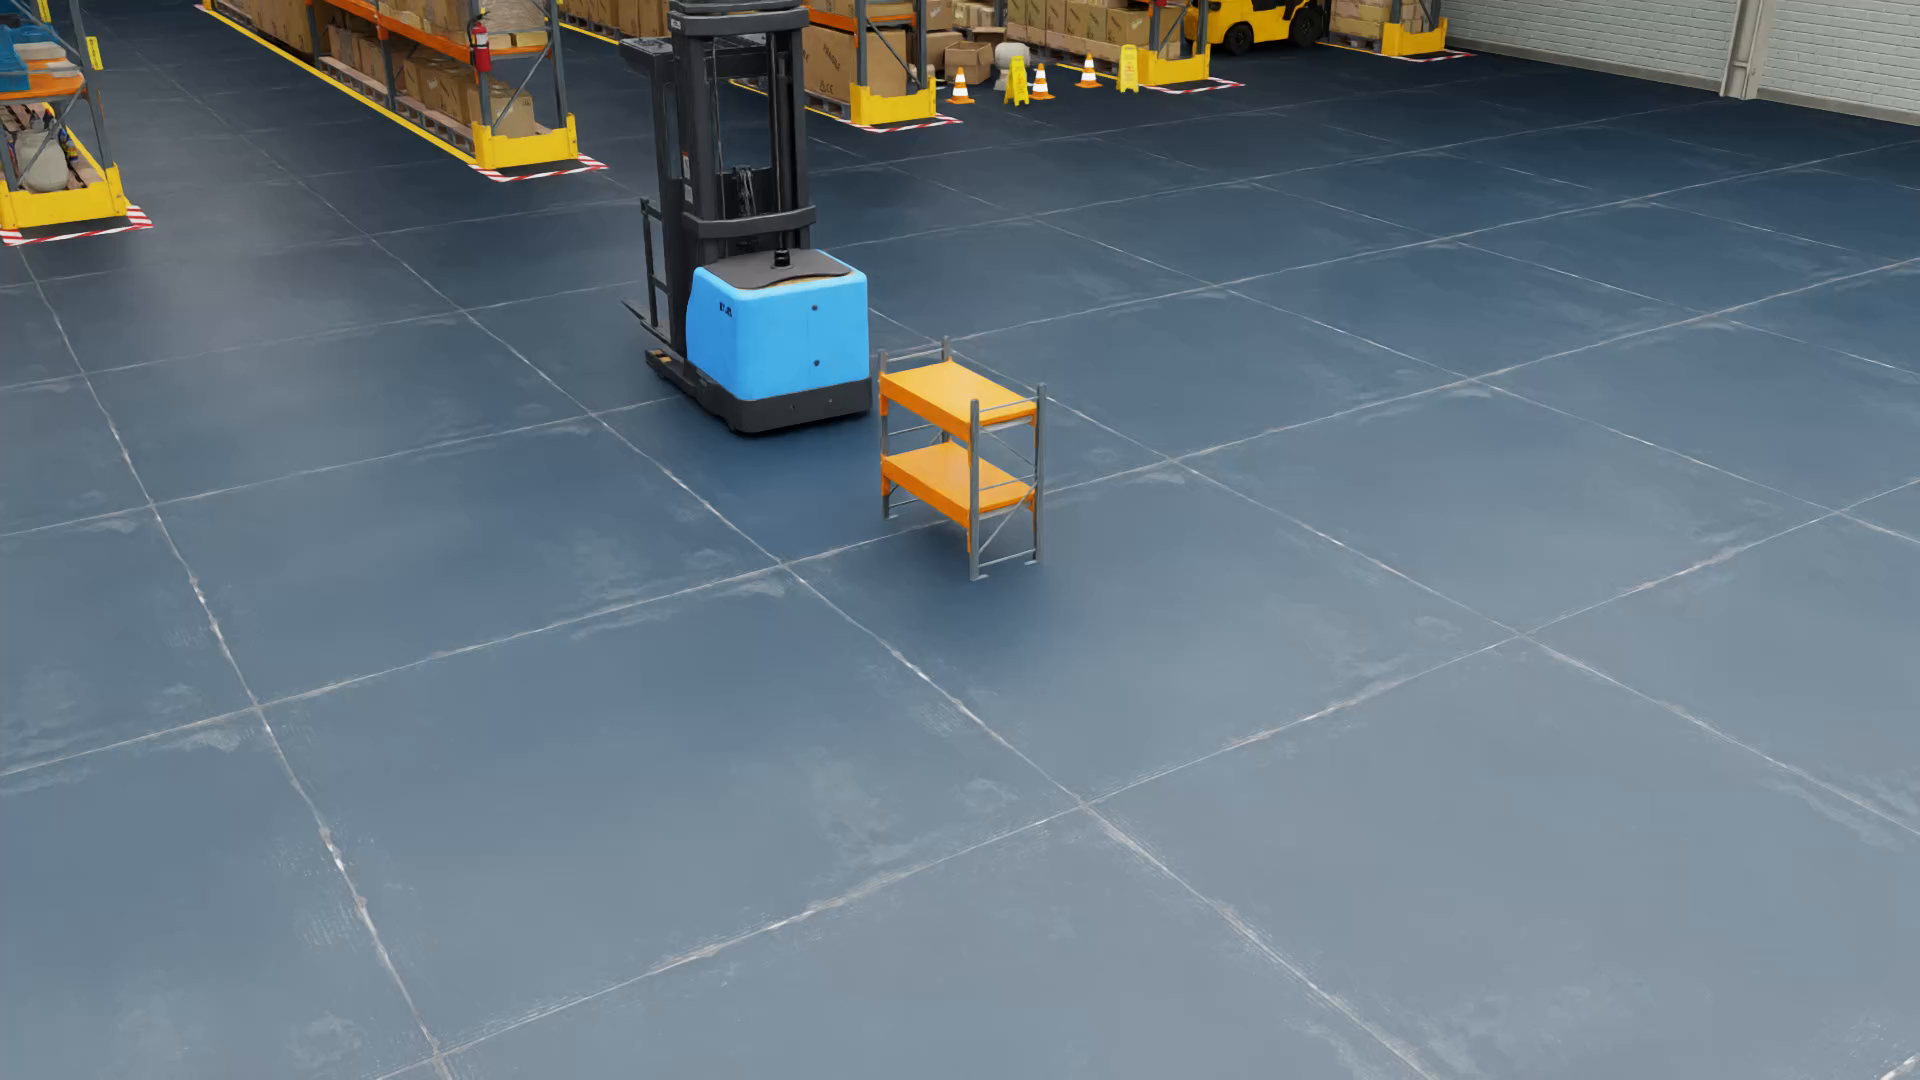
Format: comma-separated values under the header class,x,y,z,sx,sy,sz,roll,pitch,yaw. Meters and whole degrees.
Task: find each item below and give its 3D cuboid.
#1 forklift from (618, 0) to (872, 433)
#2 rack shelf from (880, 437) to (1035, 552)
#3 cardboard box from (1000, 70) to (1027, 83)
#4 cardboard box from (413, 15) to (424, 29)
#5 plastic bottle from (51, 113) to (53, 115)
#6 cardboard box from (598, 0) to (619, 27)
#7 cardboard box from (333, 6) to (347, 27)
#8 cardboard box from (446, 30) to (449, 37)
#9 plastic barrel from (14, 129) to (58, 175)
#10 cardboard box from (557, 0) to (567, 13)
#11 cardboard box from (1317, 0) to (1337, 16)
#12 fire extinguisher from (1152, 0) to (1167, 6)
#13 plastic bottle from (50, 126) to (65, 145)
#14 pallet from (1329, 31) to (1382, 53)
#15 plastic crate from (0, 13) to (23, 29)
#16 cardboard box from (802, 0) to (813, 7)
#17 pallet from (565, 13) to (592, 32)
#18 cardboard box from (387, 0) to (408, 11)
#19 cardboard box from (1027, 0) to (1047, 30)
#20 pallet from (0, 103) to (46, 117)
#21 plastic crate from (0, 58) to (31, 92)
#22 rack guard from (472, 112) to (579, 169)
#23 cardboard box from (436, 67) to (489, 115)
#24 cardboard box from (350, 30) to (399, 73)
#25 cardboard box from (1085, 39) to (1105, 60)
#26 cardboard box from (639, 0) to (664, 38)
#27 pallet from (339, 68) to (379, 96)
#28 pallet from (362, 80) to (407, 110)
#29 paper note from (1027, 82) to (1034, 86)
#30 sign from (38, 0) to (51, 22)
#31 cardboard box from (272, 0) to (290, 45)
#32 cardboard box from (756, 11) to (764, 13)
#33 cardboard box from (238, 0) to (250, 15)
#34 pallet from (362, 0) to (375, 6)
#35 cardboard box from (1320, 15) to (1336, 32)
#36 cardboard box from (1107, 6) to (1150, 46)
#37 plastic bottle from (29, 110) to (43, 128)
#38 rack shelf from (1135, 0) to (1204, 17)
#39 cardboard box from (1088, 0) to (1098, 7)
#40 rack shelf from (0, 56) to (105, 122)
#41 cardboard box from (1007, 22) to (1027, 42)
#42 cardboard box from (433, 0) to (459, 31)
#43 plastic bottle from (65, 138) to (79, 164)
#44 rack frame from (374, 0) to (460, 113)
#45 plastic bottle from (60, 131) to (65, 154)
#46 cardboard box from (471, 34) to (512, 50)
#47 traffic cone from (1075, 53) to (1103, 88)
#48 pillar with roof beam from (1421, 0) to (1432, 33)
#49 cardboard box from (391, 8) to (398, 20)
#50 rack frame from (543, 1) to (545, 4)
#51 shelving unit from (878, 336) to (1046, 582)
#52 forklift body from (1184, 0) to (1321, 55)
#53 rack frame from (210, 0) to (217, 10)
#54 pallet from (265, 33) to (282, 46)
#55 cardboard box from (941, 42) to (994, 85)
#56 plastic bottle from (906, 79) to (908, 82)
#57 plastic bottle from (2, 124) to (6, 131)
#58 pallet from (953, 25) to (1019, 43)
class,x,y,z,sx,sy,sz,roll,pitch,yaw
forklift,-1.812,-2.669,12.469,1.130,2.935,3.031,-14,29,-27
rack shelf,-0.004,-0.290,10.119,0.538,0.278,1.000,-16,29,-30
cardboard box,0.792,-6.861,24.609,0.380,0.149,0.250,-1,25,-3
cardboard box,-6.591,-6.480,20.756,0.380,0.149,0.250,-16,29,-30
plastic bottle,-10.898,-4.995,19.983,0.061,0.283,0.133,-14,29,-27
cardboard box,-5.838,-9.058,28.360,0.500,0.500,0.500,-16,29,-30
cardboard box,-9.080,-7.879,24.961,0.500,0.250,0.500,-14,29,-28
cardboard box,-5.973,-6.142,20.041,0.380,0.149,0.250,-16,29,-30
plastic barrel,-9.950,-4.150,17.950,0.421,0.512,0.421,0,25,0
cardboard box,-6.972,-9.799,29.930,0.500,0.500,0.500,-14,29,-27
cardboard box,6.265,-8.946,27.830,0.500,0.250,0.500,-16,30,-31
fire extinguisher,2.876,-7.969,23.708,0.296,0.674,0.183,-16,29,-30
plastic bottle,-10.477,-4.680,19.325,0.152,0.276,0.135,-15,29,-29
pallet,6.904,-8.313,27.612,1.003,0.211,1.213,-16,29,-30
plastic crate,-11.257,-5.874,19.253,0.767,0.338,0.504,-16,29,-30
cardboard box,-1.652,-7.574,22.604,0.875,0.550,0.550,-16,29,-30
pallet,-6.347,-9.279,29.658,1.003,0.211,1.213,-16,29,-30
cardboard box,-6.850,-7.091,21.291,0.875,0.500,0.500,-16,29,-30
cardboard box,1.414,-8.406,26.393,0.500,0.500,0.500,-14,29,-28
pallet,-12.568,-5.567,21.795,1.003,0.211,1.213,-16,29,-30
plastic crate,-9.777,-4.731,16.931,0.499,0.251,0.616,-16,29,-30
rack guard,-5.145,-4.740,19.704,1.175,0.500,0.348,-16,29,-30
cardboard box,-6.378,-5.774,21.403,0.500,0.500,0.500,-19,31,-34
cardboard box,-8.459,-7.141,24.276,0.700,0.500,0.500,-13,28,-25
cardboard box,2.257,-7.512,25.379,0.500,0.250,0.500,-15,29,-29
cardboard box,-4.522,-8.446,26.771,1.050,0.750,0.750,-15,29,-29
pallet,-8.383,-6.727,24.254,1.003,0.211,1.213,-16,29,-30
pallet,-7.713,-6.291,23.328,1.003,0.211,1.213,-16,29,-30
paper note,1.016,-6.684,24.373,0.142,0.019,0.148,18,31,33
sign,-10.970,-6.369,19.903,0.100,0.325,0.005,-16,29,-30
cardboard box,-10.310,-8.506,26.751,1.225,0.875,0.875,-15,29,-29
cardboard box,-2.296,-7.060,23.688,0.875,0.875,0.875,-15,29,-29
cardboard box,-12.439,-9.941,29.791,0.875,0.875,0.875,-16,29,-30
pallet,-7.582,-7.494,22.836,1.003,0.211,1.213,-16,29,-30
cardboard box,6.306,-8.712,27.921,0.500,0.250,0.500,-15,29,-29
cardboard box,2.544,-7.664,24.821,0.500,0.500,0.500,-15,29,-29
plastic bottle,-10.964,-4.924,19.754,0.144,0.351,0.185,-16,29,-30
rack shelf,2.108,-8.542,25.674,1.077,0.370,4.000,-16,29,-30
cardboard box,2.153,-8.163,25.119,0.380,0.149,0.250,-15,29,-29
rack shelf,-10.345,-5.079,18.337,1.077,0.370,4.000,-16,29,-30
cardboard box,1.112,-8.256,26.953,0.500,0.250,0.500,-17,30,-32
cardboard box,-5.754,-6.377,19.778,0.875,0.500,0.500,-16,29,-30
plastic bottle,-9.982,-4.375,18.684,0.097,0.271,0.097,0,25,0
rack frame,-7.287,-7.274,22.144,1.000,3.000,0.127,-16,29,-30
plastic bottle,-10.223,-4.533,19.020,0.097,0.271,0.097,0,25,0
cardboard box,-5.432,-5.783,19.281,0.380,0.149,0.250,-16,29,-30
traffic cone,1.884,-6.858,24.236,0.336,0.463,0.334,-16,29,-30
pillar with roof beam,4.125,-11.479,24.025,9.100,9.000,0.400,-16,29,-30
cardboard box,-7.136,-6.838,21.514,0.380,0.149,0.250,-16,29,-30
rack frame,-7.443,-11.255,30.577,1.000,3.000,0.127,-16,29,-30
shelving unit,-0.004,-0.511,10.015,0.538,1.125,1.048,-16,29,-30
forklift body,4.793,-9.180,27.176,2.313,2.155,1.214,-16,29,-30
rack frame,-13.838,-11.566,31.236,1.000,3.000,0.127,-16,29,-30
pallet,-11.170,-8.616,28.253,1.003,0.211,1.213,-16,29,-30
cardboard box,0.120,-7.062,24.619,0.637,0.503,0.797,7,26,15
plastic bottle,-0.901,-6.752,24.481,0.133,0.061,0.283,18,31,33
plastic bottle,-11.223,-4.769,19.425,0.144,0.351,0.185,-16,29,-30
pallet,0.590,-8.600,28.220,1.003,0.211,1.213,-16,29,-30
